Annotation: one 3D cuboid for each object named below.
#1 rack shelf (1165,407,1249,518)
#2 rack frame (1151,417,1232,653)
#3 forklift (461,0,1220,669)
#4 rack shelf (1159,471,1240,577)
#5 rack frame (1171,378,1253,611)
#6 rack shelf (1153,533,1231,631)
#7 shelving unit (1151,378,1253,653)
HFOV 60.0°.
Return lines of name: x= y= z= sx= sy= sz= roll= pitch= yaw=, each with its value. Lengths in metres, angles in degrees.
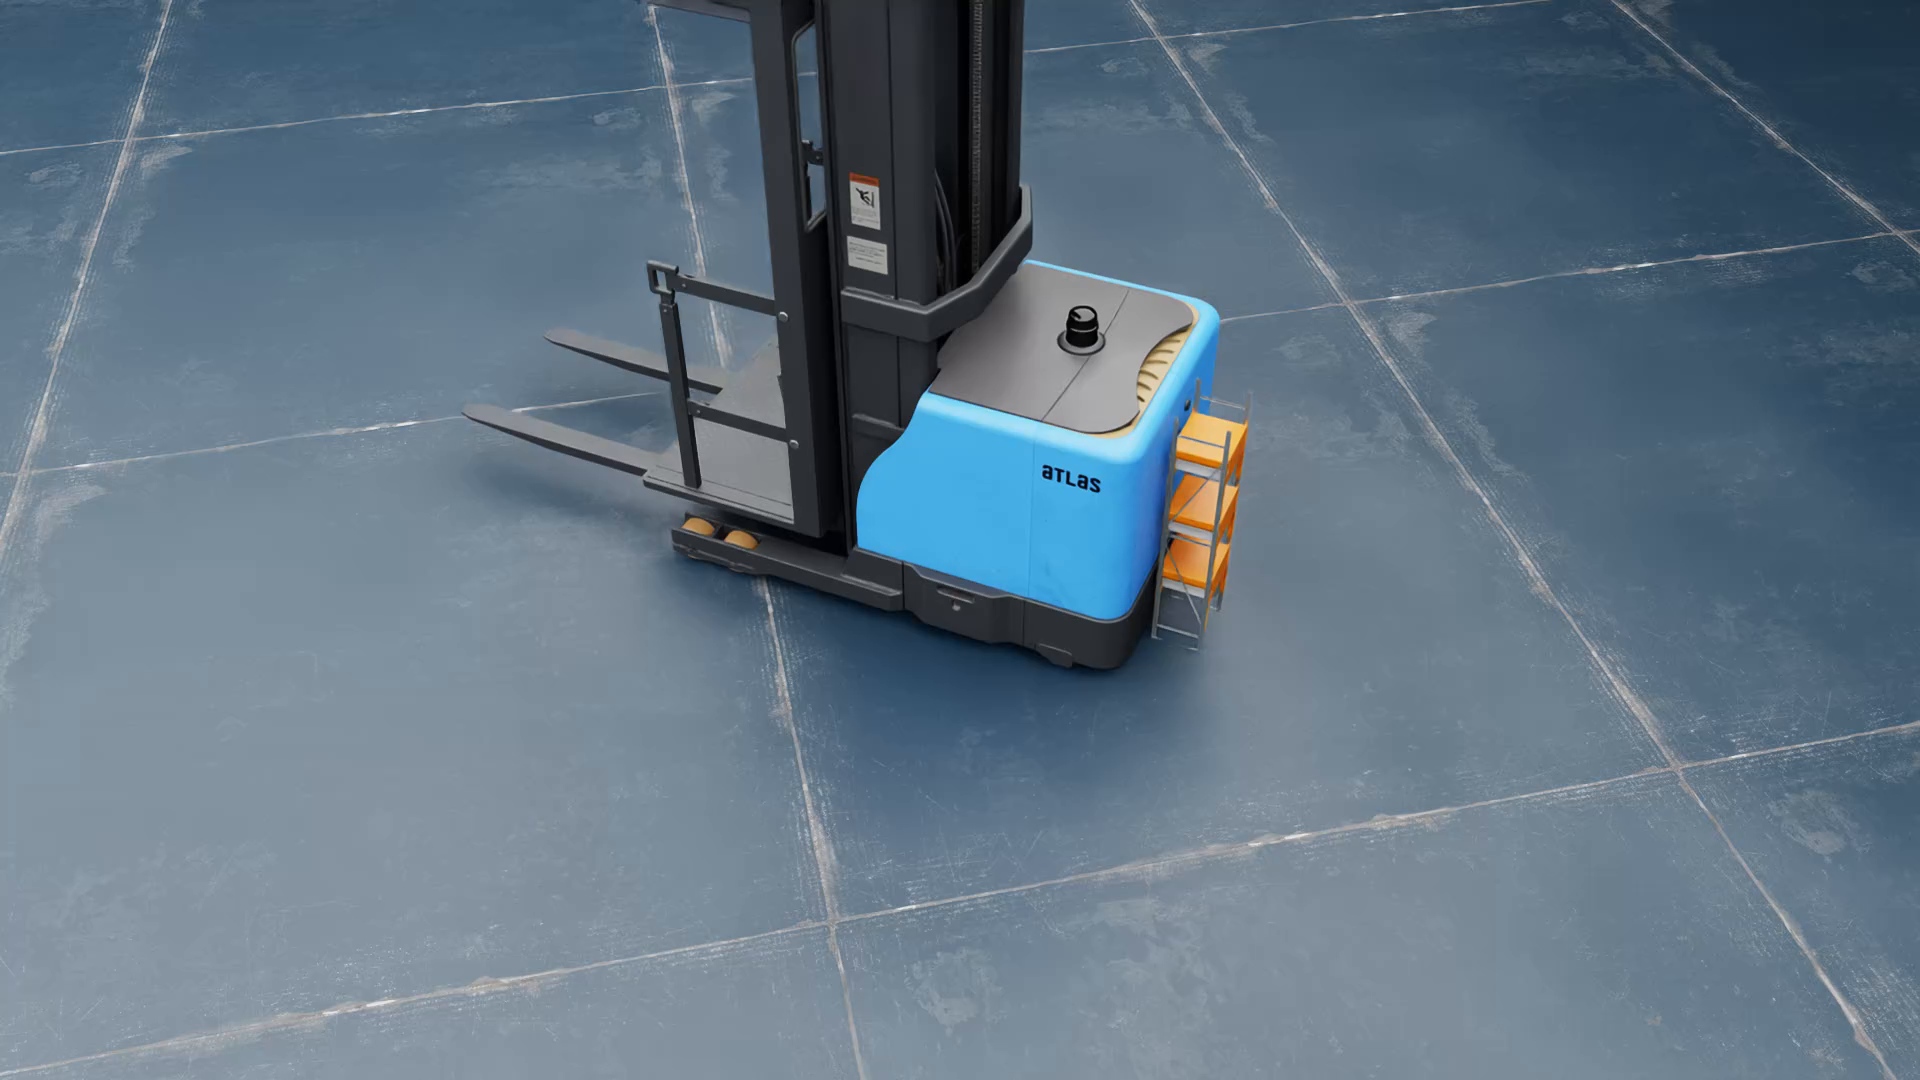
rack shelf: x=0.869 y=-0.275 z=5.857 sx=0.215 sy=0.259 sz=0.240 roll=16 pitch=44 yaw=18
rack frame: x=0.820 y=0.004 z=5.955 sx=0.200 sy=1.050 sz=0.008 roll=16 pitch=44 yaw=18
forklift: x=-0.592 y=-1.270 z=5.972 sx=3.031 sy=2.935 sz=1.130 roll=16 pitch=44 yaw=18
rack shelf: x=0.869 y=-0.062 z=6.045 sx=0.215 sy=0.259 sz=0.240 roll=16 pitch=44 yaw=18
rack frame: x=0.918 y=-0.144 z=6.122 sx=0.200 sy=1.050 sz=0.008 roll=16 pitch=44 yaw=18
rack shelf: x=0.869 y=0.146 z=6.230 sx=0.215 sy=0.259 sz=0.240 roll=16 pitch=44 yaw=18
shelving unit: x=0.869 y=-0.070 z=6.038 sx=0.215 sy=1.050 sz=0.252 roll=16 pitch=44 yaw=18
